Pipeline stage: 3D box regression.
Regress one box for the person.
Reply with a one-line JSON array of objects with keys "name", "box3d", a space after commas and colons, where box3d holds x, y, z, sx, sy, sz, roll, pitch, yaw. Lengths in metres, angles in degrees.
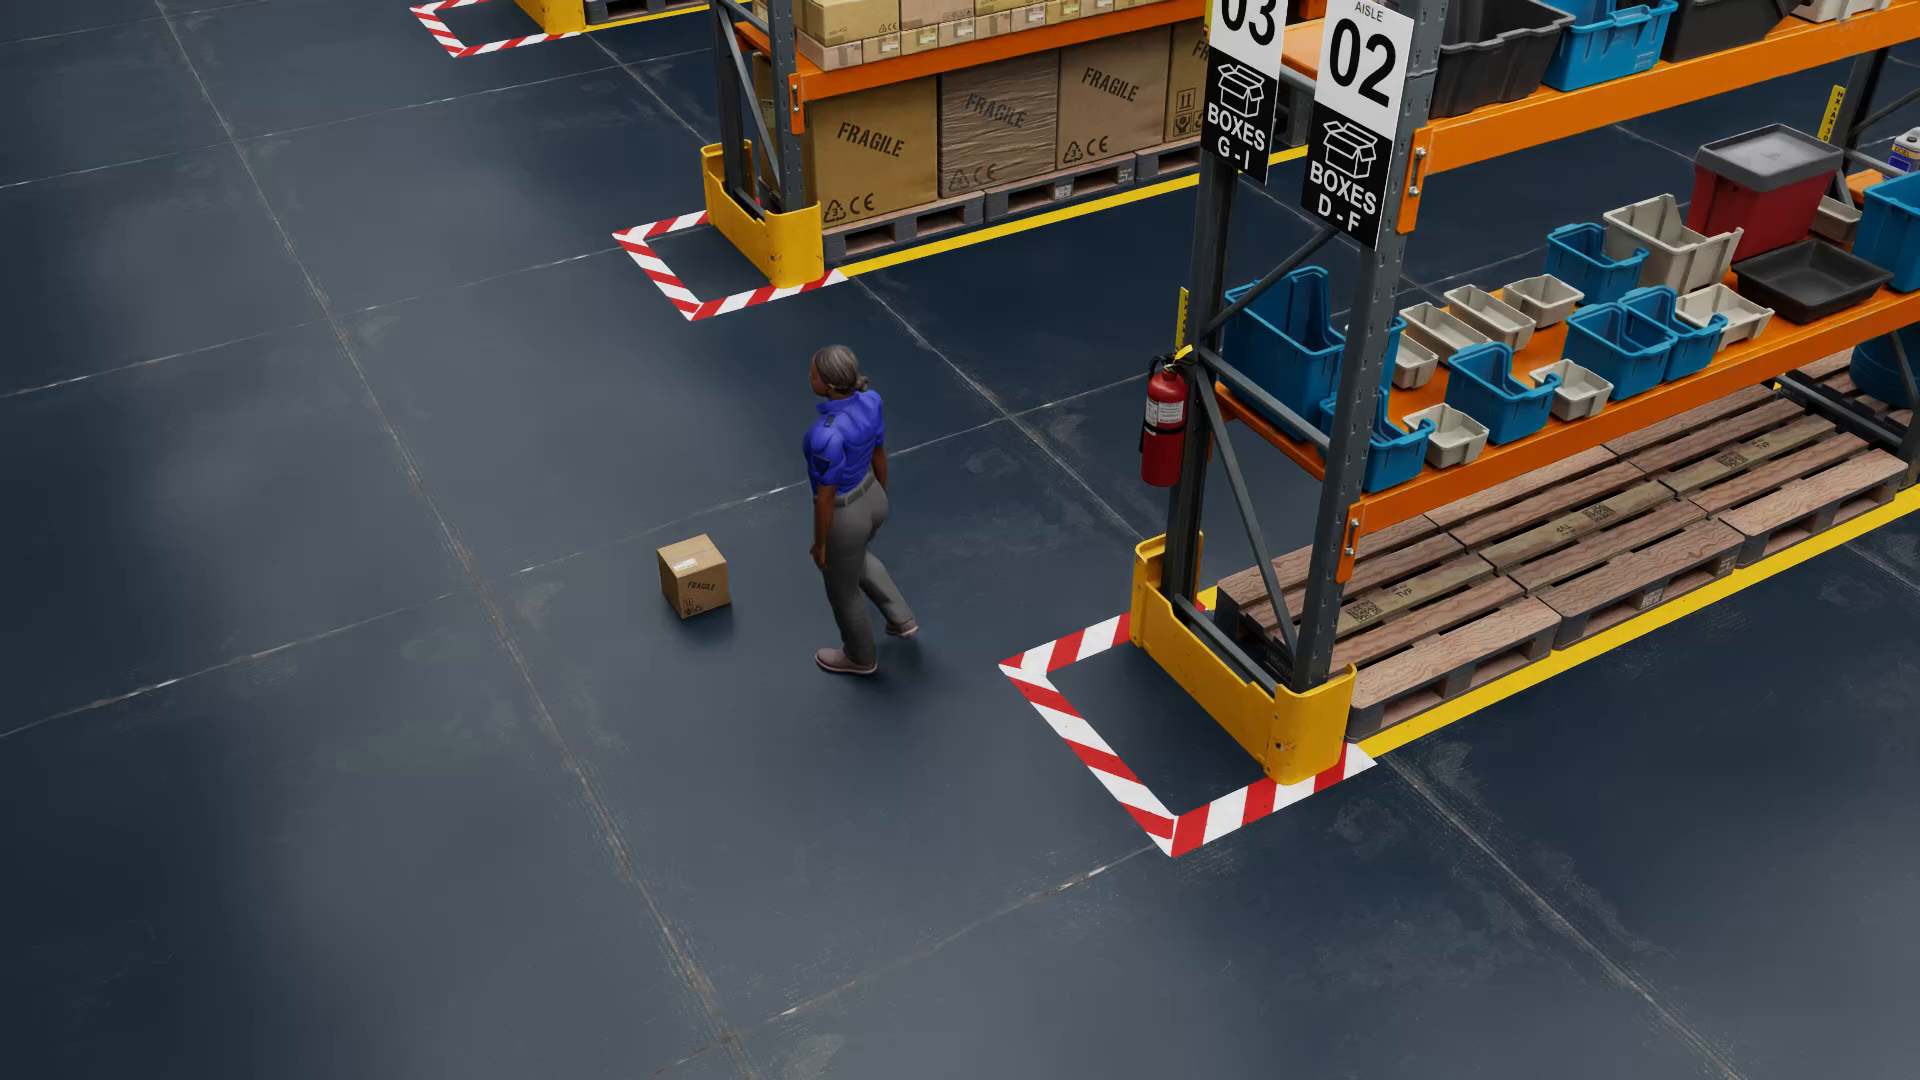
[{"name": "person", "box3d": [-0.437, -0.103, 7.061, 0.452, 1.656, 0.505, 17, 40, 21]}]
